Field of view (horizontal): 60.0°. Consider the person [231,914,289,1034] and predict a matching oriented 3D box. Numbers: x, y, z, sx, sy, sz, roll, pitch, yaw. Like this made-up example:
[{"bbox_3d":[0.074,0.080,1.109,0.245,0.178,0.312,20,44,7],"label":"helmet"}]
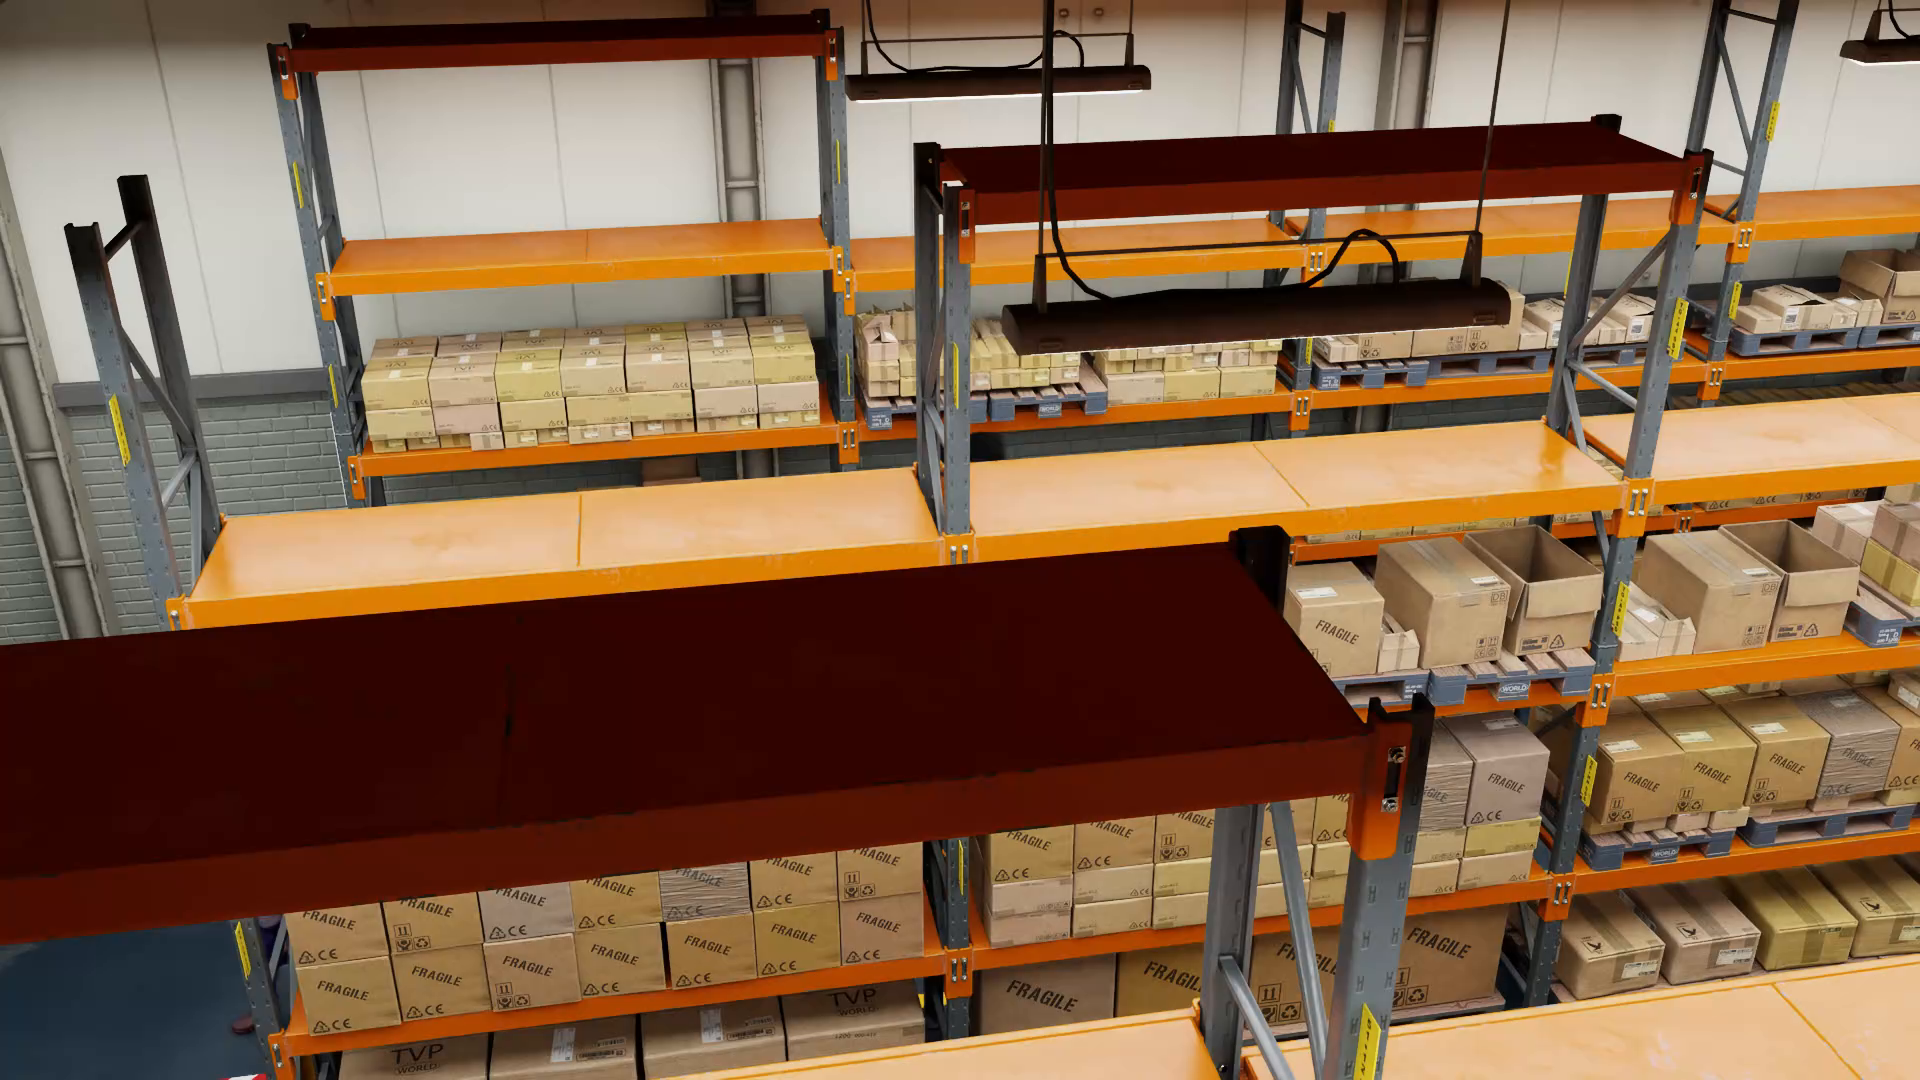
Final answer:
[{"bbox_3d":[-4.567,2.589,11.140,0.662,1.581,0.750,21,33,36],"label":"person"}]
